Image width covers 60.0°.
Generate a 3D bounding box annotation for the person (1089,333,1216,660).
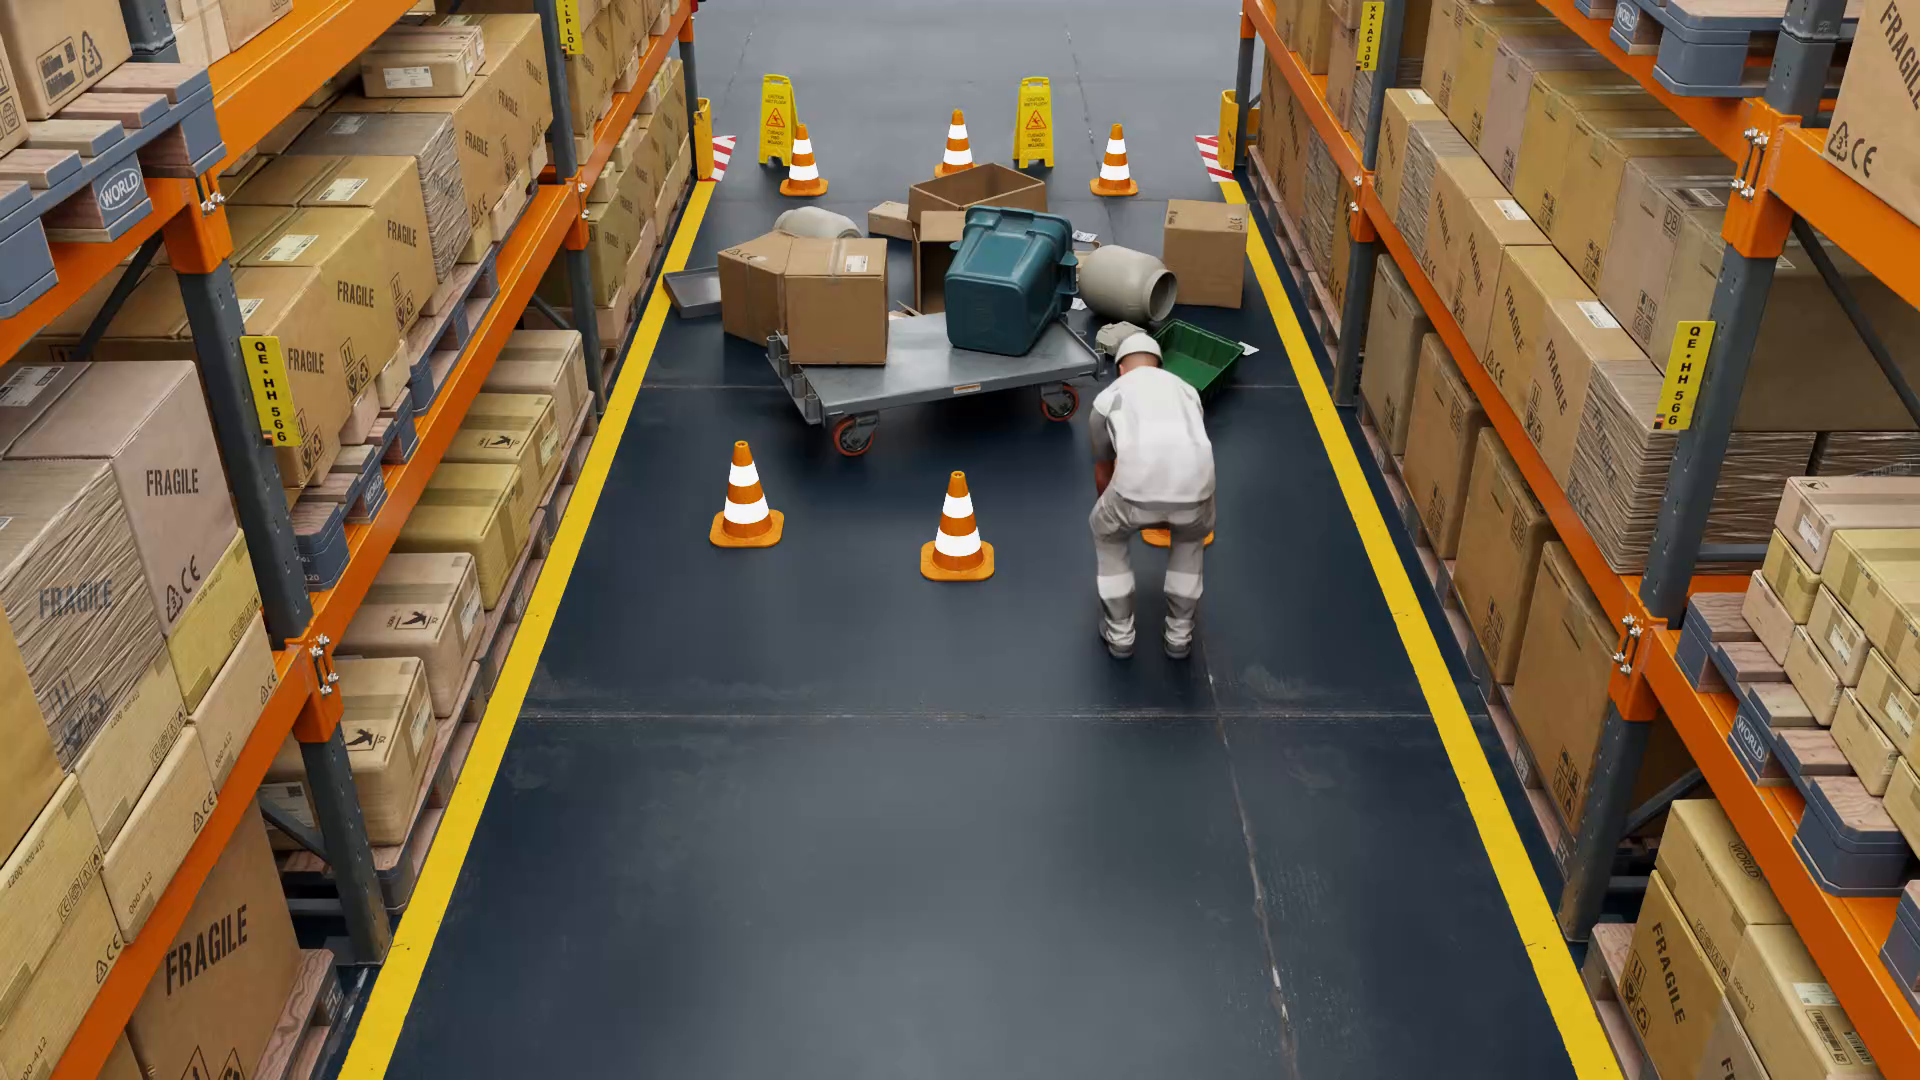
[{"bbox_3d":[0.786,-0.171,6.976,0.517,1.180,0.944,-1,31,-2],"label":"person"}]
